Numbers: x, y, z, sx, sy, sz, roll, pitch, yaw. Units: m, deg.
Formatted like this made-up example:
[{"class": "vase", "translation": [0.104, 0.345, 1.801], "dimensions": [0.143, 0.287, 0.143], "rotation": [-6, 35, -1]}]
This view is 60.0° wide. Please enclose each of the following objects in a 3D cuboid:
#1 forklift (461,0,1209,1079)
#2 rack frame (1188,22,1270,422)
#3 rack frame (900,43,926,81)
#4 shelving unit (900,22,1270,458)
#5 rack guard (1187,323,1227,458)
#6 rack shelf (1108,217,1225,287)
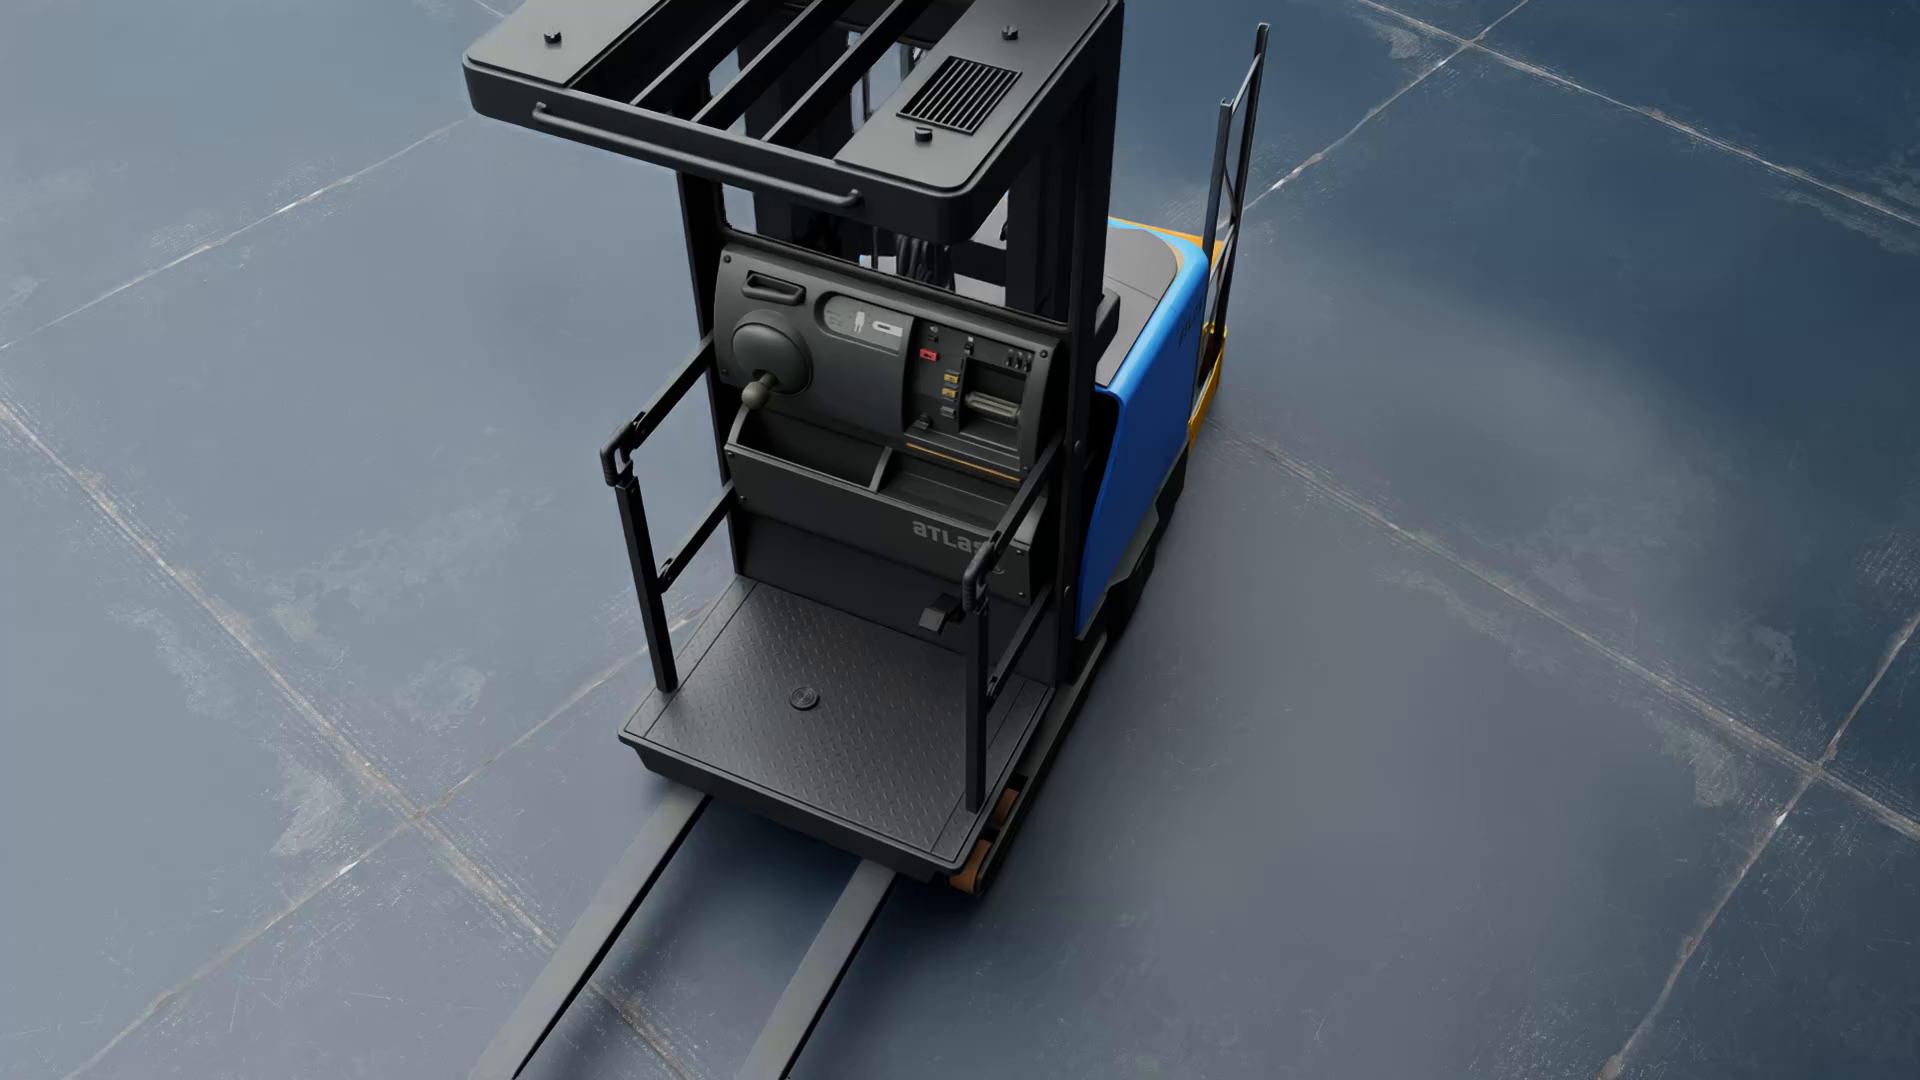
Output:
[{"class": "forklift", "translation": [-0.295, -0.357, 4.074], "dimensions": [1.130, 2.935, 3.031], "rotation": [19, 50, 17]}, {"class": "rack frame", "translation": [0.869, -0.937, 5.601], "dimensions": [0.032, 1.500, 0.500], "rotation": [15, 49, 14]}, {"class": "rack frame", "translation": [-0.083, -1.197, 5.845], "dimensions": [0.032, 1.500, 0.500], "rotation": [15, 49, 14]}, {"class": "shelving unit", "translation": [0.384, -1.069, 5.725], "dimensions": [1.083, 1.500, 0.587], "rotation": [15, 49, 14]}, {"class": "rack guard", "translation": [0.850, -0.514, 6.061], "dimensions": [0.087, 0.250, 0.587], "rotation": [15, 49, 14]}, {"class": "rack shelf", "translation": [0.393, -0.944, 5.854], "dimensions": [1.000, 0.185, 0.538], "rotation": [15, 49, 14]}]
